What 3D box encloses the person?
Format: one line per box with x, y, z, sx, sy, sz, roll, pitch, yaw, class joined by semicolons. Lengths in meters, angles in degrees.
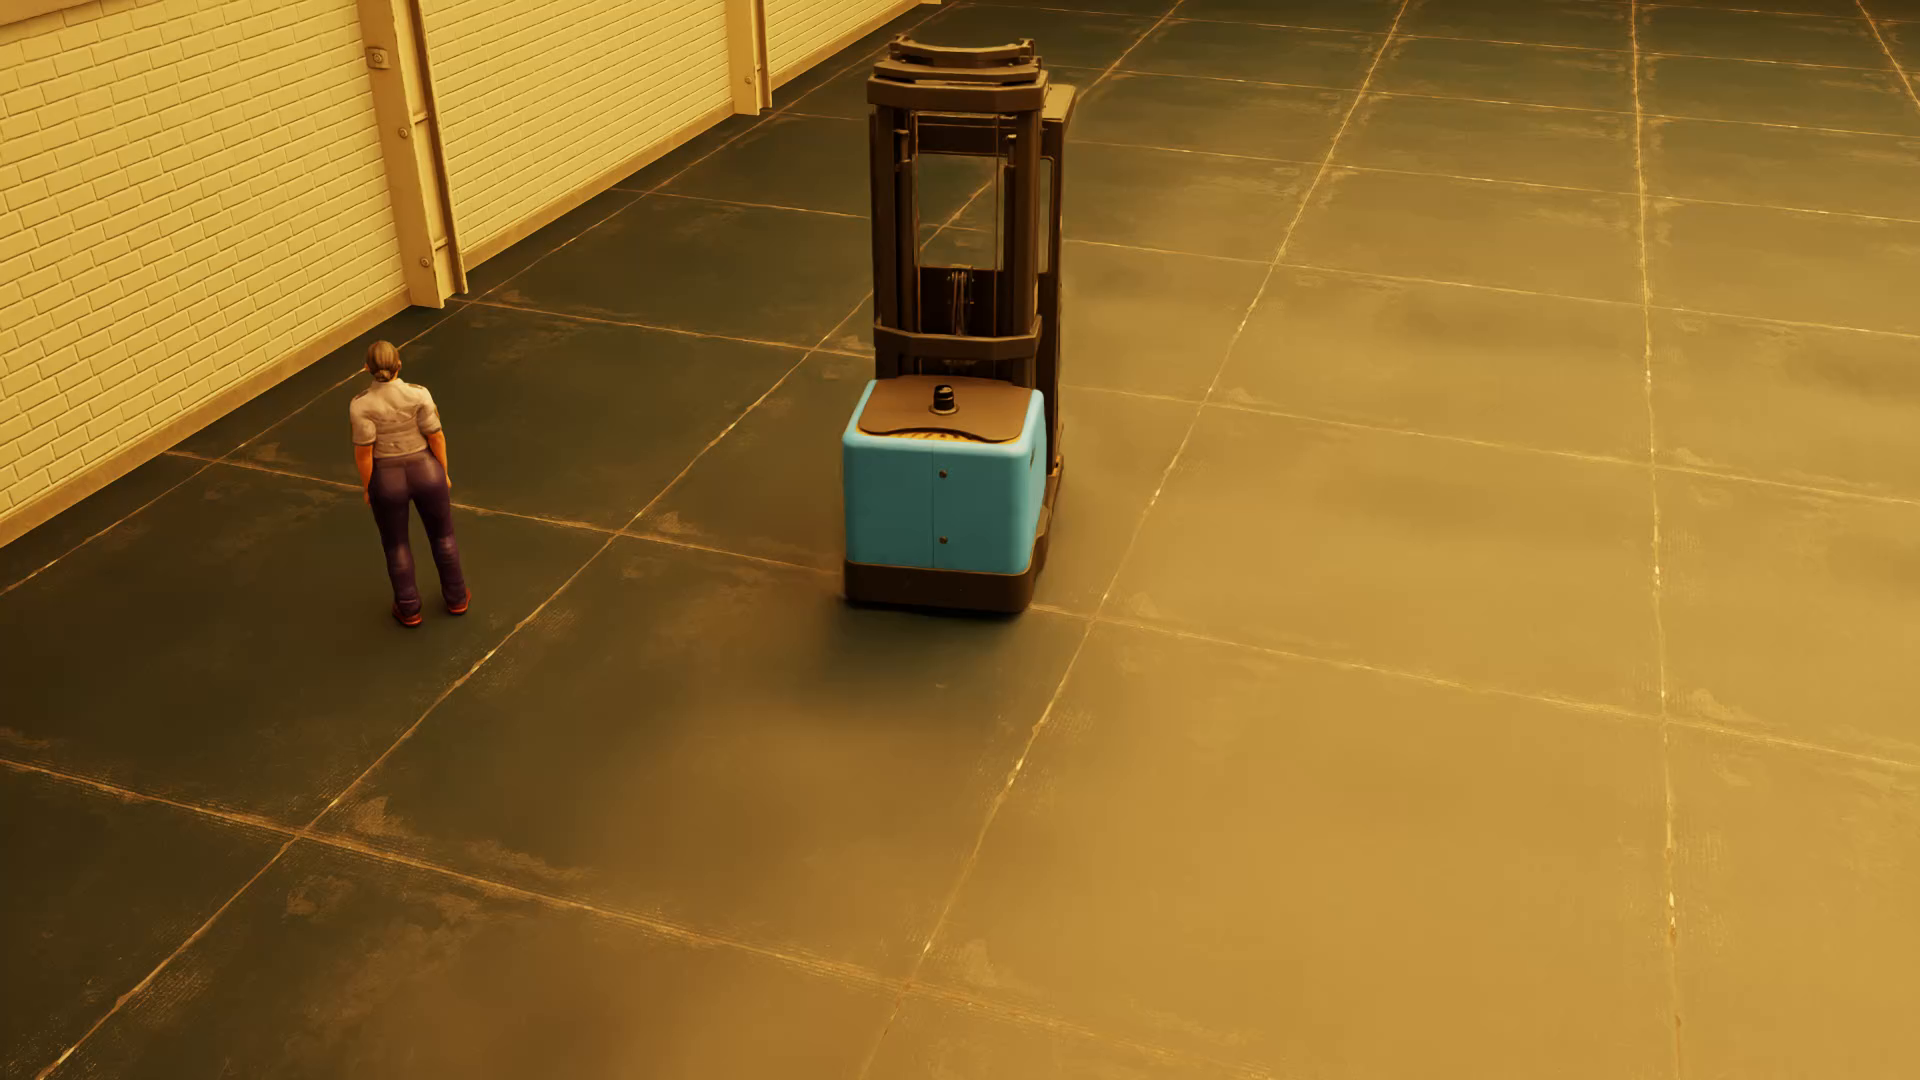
-2.988;-0.314;8.986;0.479;1.653;0.348;-13;32;-22;person

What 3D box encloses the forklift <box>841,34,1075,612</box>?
0.073;-1.581;9.909;1.130;2.935;3.031;4;30;7;forklift
